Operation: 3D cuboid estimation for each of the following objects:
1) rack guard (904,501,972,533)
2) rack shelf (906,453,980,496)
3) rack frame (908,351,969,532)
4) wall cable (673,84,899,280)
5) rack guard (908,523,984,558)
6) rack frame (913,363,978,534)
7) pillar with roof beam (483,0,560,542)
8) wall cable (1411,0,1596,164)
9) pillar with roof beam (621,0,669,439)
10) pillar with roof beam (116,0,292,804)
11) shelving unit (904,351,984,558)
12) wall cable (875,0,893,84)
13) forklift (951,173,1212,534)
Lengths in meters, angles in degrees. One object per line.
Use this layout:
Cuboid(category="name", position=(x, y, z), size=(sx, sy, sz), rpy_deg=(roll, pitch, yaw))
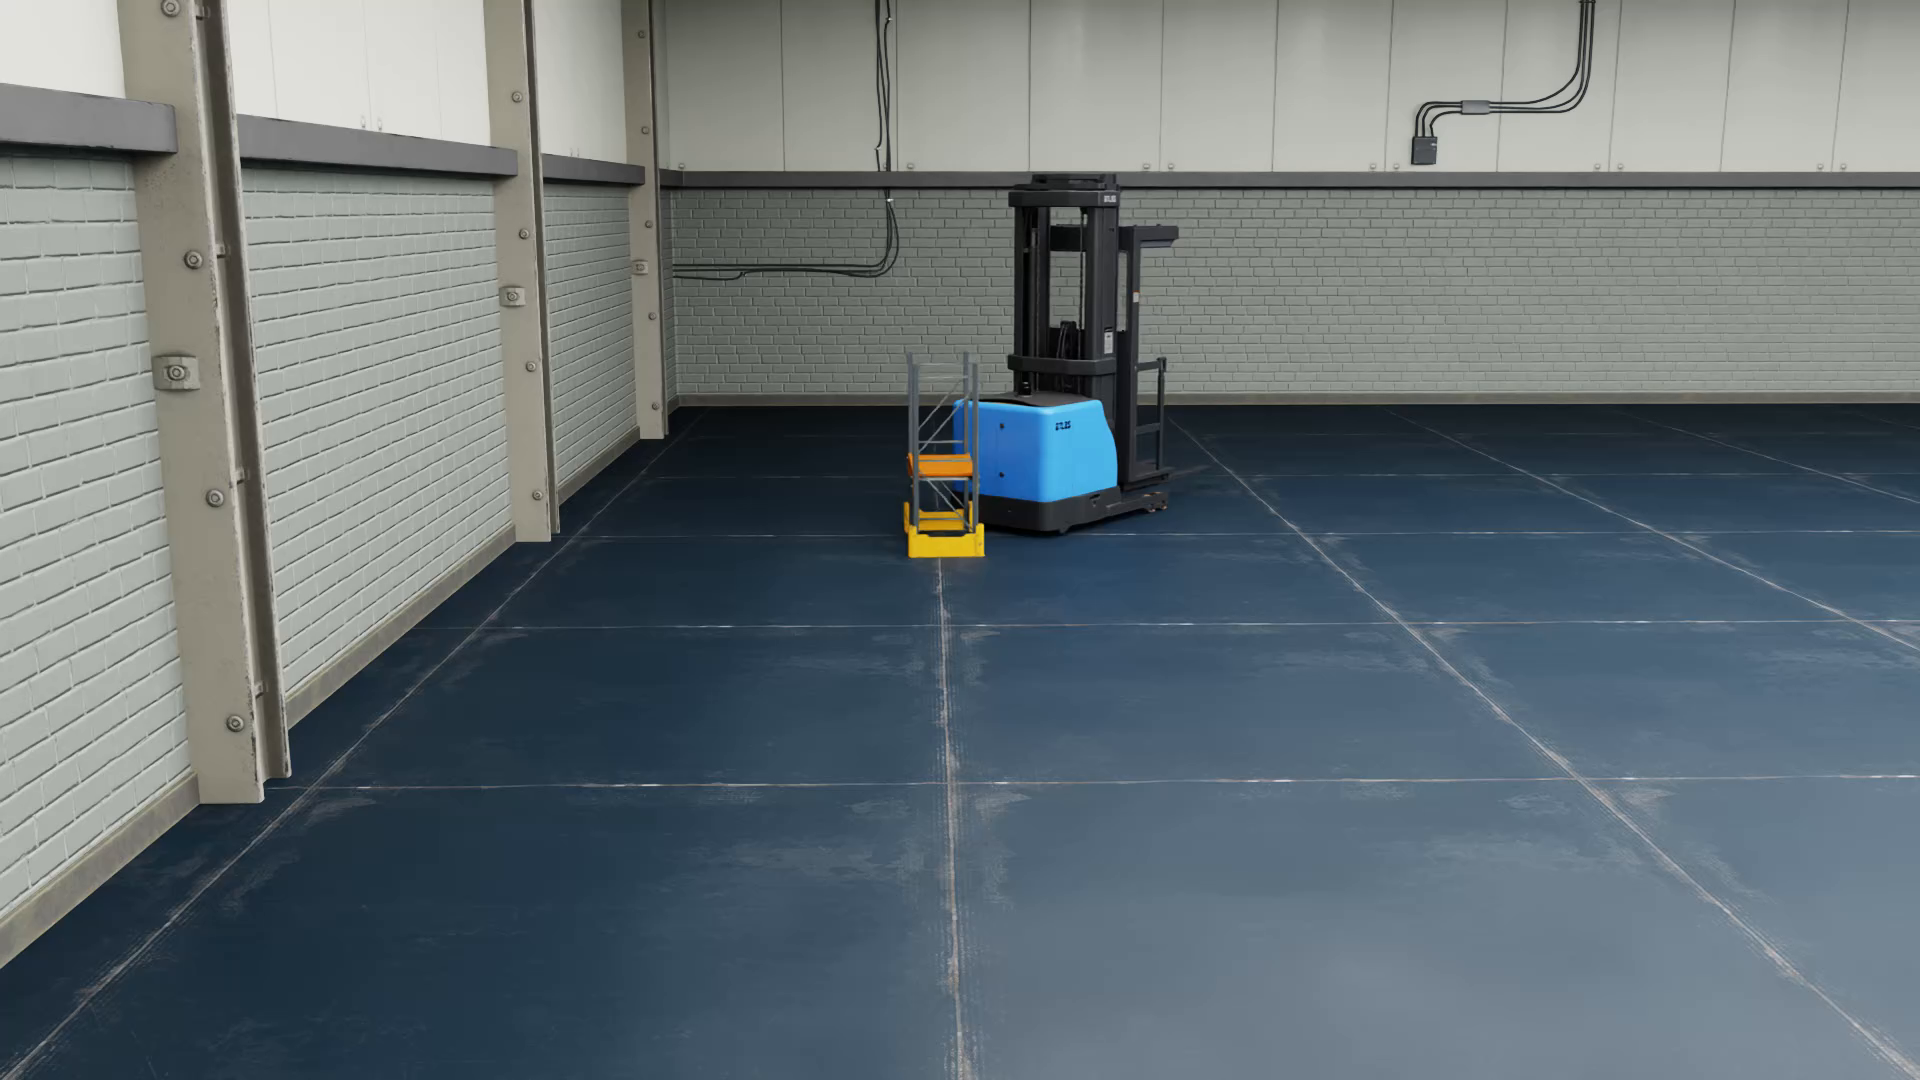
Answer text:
Cuboid(category="rack guard", position=(-0.175, -0.193, 13.880), size=(0.587, 0.250, 0.087), rpy_deg=(-1, 11, -4))
Cuboid(category="rack shelf", position=(-0.143, -0.532, 13.313), size=(0.538, 0.185, 1.000), rpy_deg=(-1, 11, -4))
Cuboid(category="rack frame", position=(-0.176, -0.809, 13.774), size=(0.500, 1.500, 0.032), rpy_deg=(-1, 11, -4))
Cuboid(category="wall cable", position=(-2.353, -4.699, 21.895), size=(3.097, 2.526, 0.112), rpy_deg=(0, 11, -1))
Cuboid(category="rack guard", position=(-0.110, 0.005, 12.906), size=(0.587, 0.250, 0.087), rpy_deg=(-1, 11, -4))
Cuboid(category="rack frame", position=(-0.110, -0.607, 12.780), size=(0.500, 1.500, 0.032), rpy_deg=(-1, 11, -4))
Cuboid(category="pillar with roof beam", position=(0.814, -4.454, 12.882), size=(9.100, 9.000, 0.400), rpy_deg=(0, 11, -1))
Cuboid(category="wall cable", position=(7.139, -7.923, 21.425), size=(2.305, 6.003, 0.169), rpy_deg=(0, 11, -1))
Cuboid(category="pillar with roof beam", position=(0.690, -5.647, 18.761), size=(9.100, 9.000, 0.400), rpy_deg=(0, 11, -1))
Cuboid(category="pillar with roof beam", position=(0.938, -3.262, 7.003), size=(9.100, 9.000, 0.400), rpy_deg=(0, 11, -1))
Cuboid(category="shelving unit", position=(-0.143, -0.706, 13.268), size=(0.587, 1.500, 1.083), rpy_deg=(-1, 11, -4))
Cuboid(category="wall cable", position=(0.352, -7.185, 21.448), size=(3.097, 2.526, 0.112), rpy_deg=(0, 11, -1))
Cuboid(category="forklift", position=(1.224, -1.729, 14.710), size=(1.130, 2.935, 3.031), rpy_deg=(9, 14, 37))
